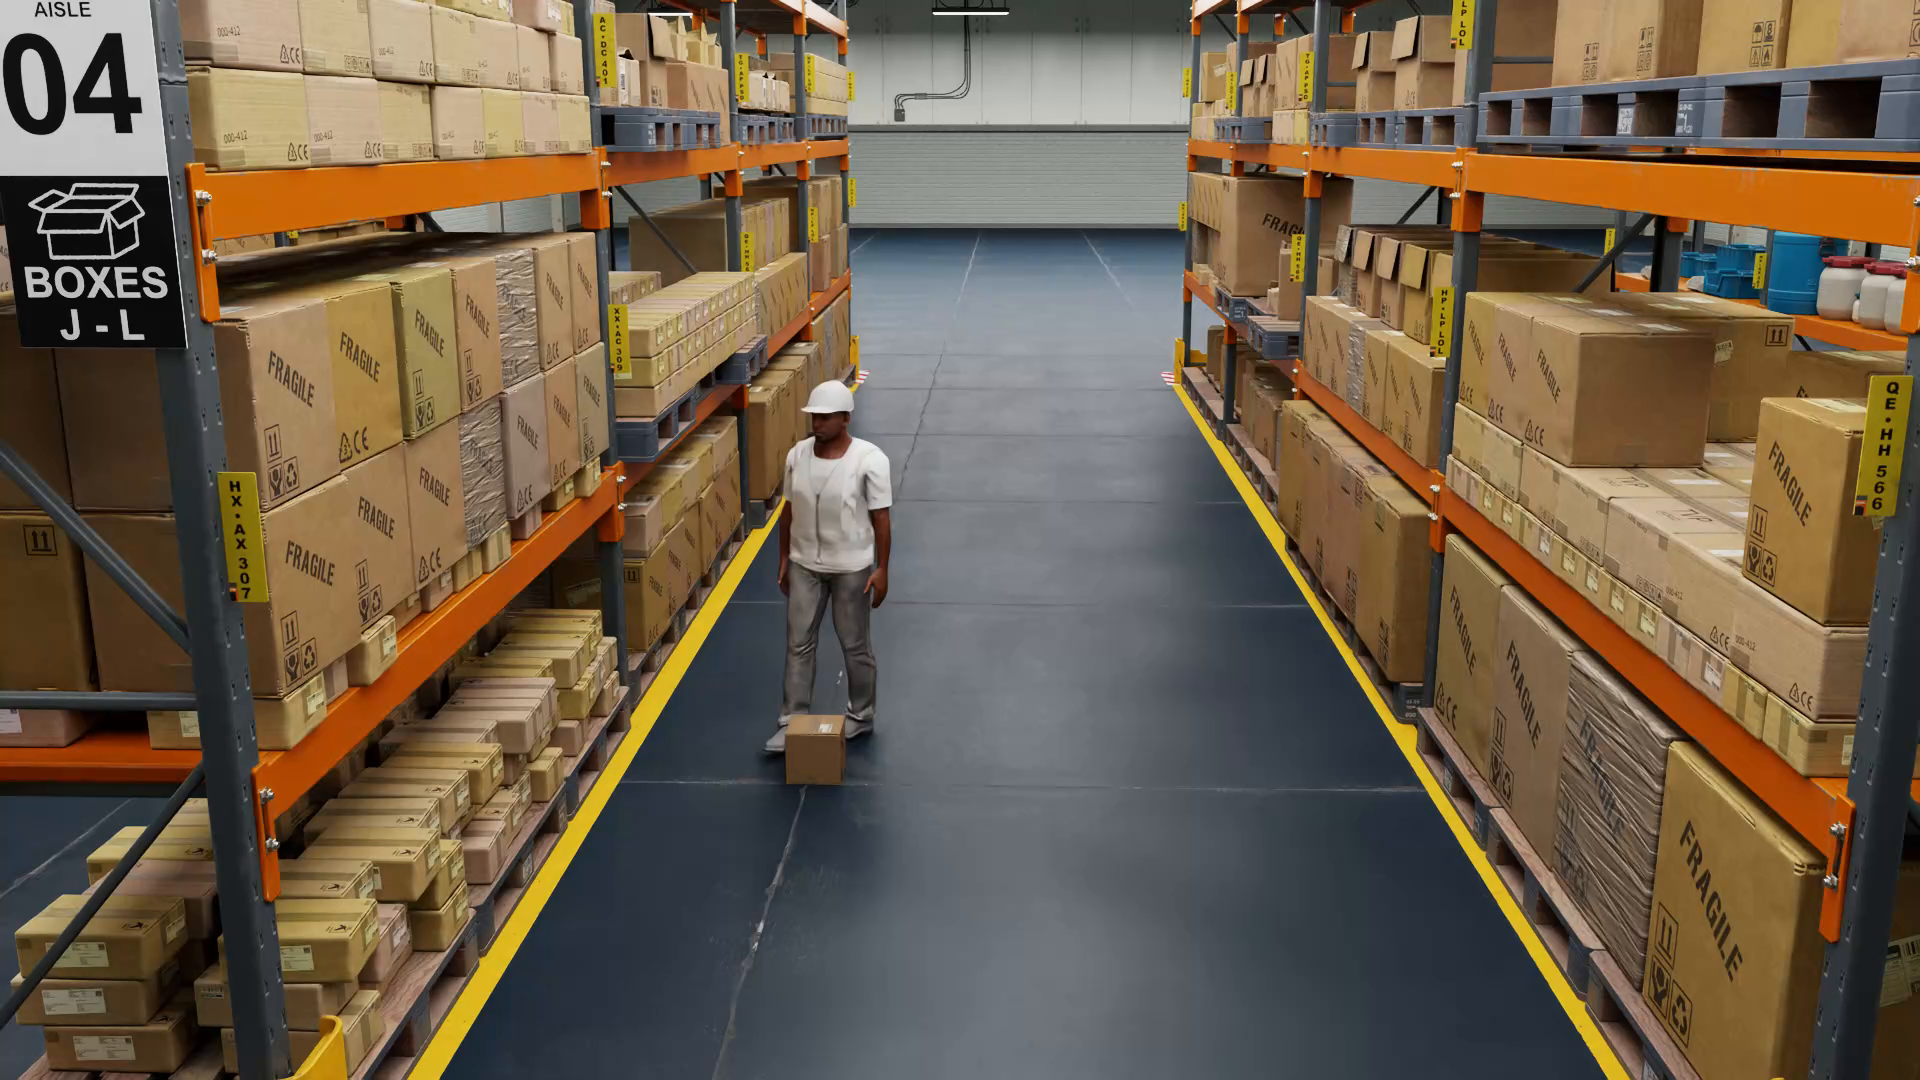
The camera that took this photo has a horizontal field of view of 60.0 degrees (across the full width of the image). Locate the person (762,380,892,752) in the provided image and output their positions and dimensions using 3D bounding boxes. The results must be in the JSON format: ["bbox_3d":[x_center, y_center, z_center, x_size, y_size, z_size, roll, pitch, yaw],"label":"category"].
[{"bbox_3d":[-0.648,0.138,7.875,0.577,1.761,0.625,5,15,20],"label":"person"}]
